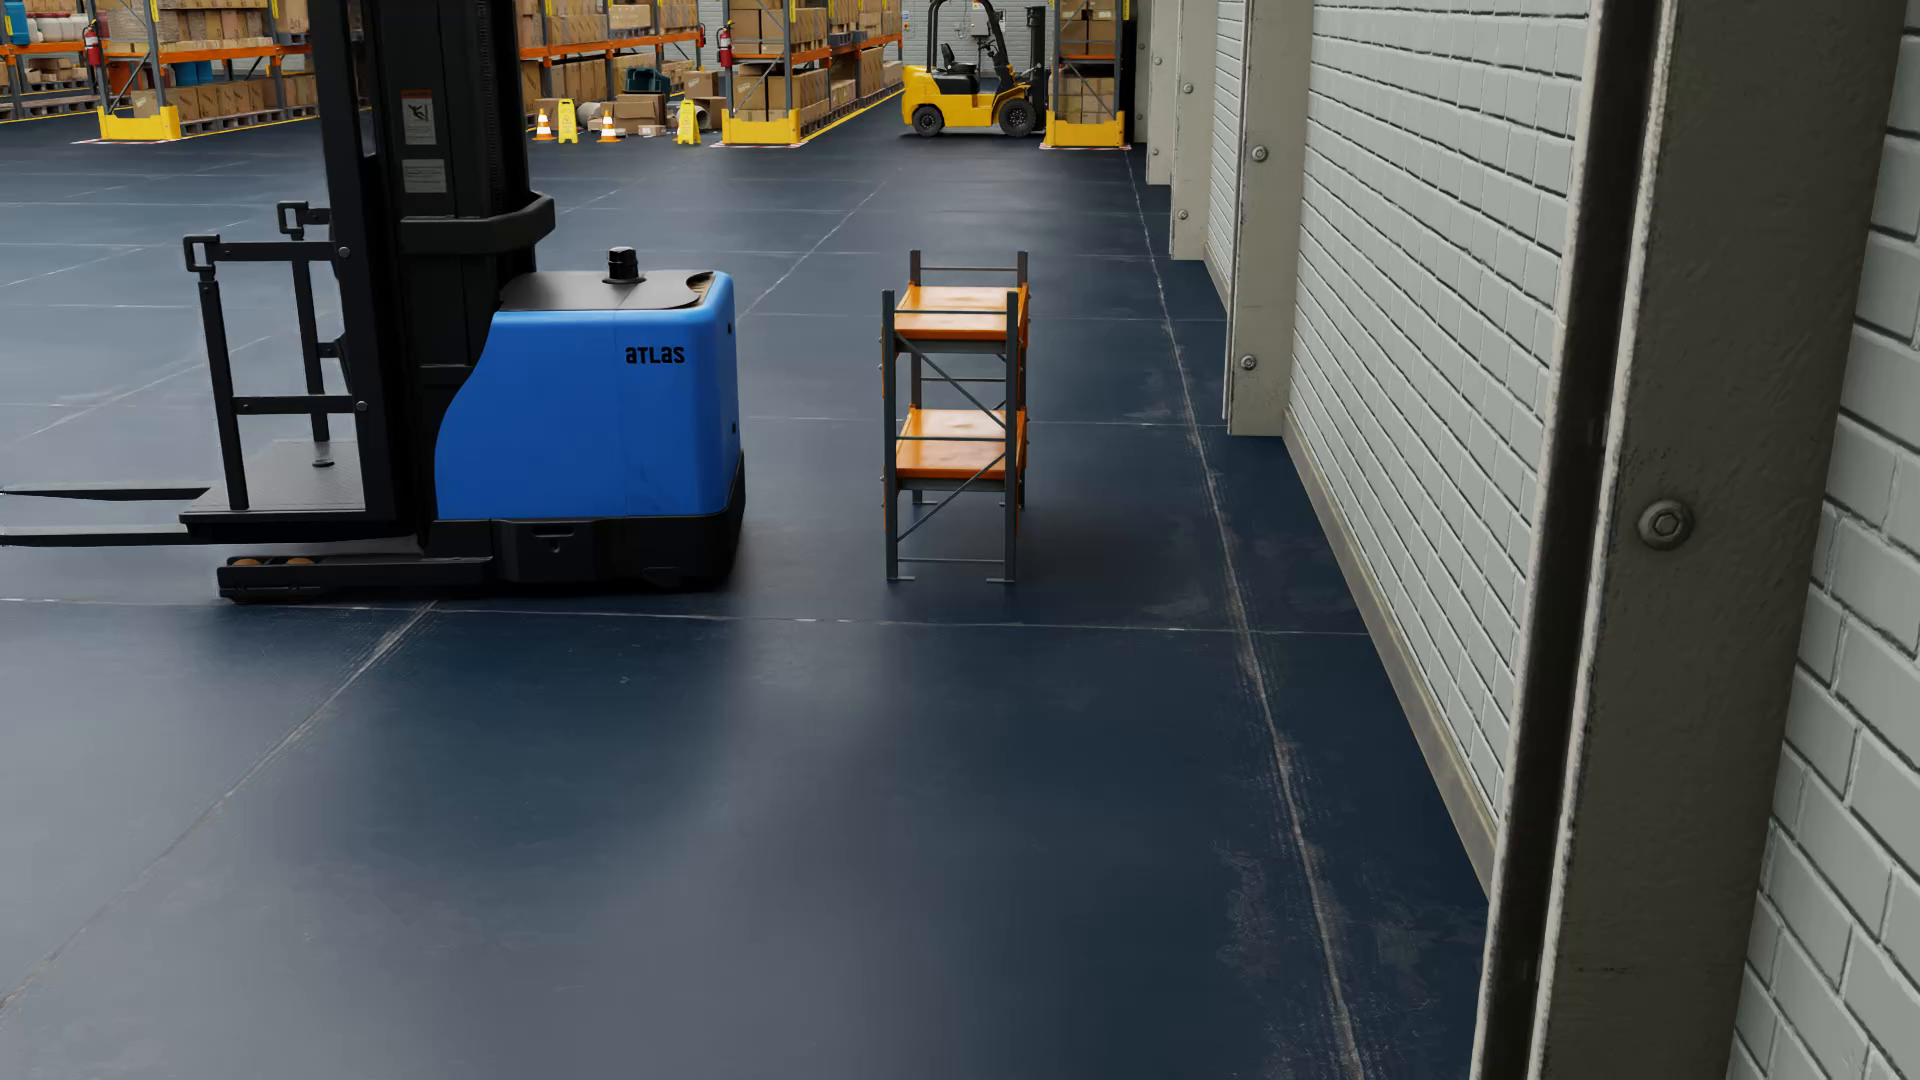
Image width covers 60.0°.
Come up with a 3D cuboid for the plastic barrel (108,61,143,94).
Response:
[{"bbox_3d":[-17.290,-9.666,34.416,0.600,0.830,0.708,1,18,4],"label":"plastic barrel"}]

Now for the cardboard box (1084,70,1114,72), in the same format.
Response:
[{"bbox_3d":[2.317,-7.715,27.786,0.500,0.250,0.500,1,18,3],"label":"cardboard box"}]

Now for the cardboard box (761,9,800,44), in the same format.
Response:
[{"bbox_3d":[-2.747,-7.859,25.451,0.500,0.500,0.500,1,18,3],"label":"cardboard box"}]

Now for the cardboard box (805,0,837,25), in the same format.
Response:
[{"bbox_3d":[-2.451,-9.299,29.172,0.500,0.500,0.500,2,18,5],"label":"cardboard box"}]

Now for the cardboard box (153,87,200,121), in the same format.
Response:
[{"bbox_3d":[-12.872,-7.142,27.242,0.500,0.500,0.500,6,19,18],"label":"cardboard box"}]

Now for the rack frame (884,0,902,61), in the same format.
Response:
[{"bbox_3d":[-1.910,-12.498,40.248,1.000,3.000,0.127,1,18,4],"label":"rack frame"}]

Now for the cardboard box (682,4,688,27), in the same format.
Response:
[{"bbox_3d":[-6.699,-12.303,39.016,0.500,0.500,0.500,1,18,4],"label":"cardboard box"}]

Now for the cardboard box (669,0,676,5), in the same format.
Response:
[{"bbox_3d":[-6.777,-12.451,37.860,0.500,0.500,0.500,2,18,5],"label":"cardboard box"}]

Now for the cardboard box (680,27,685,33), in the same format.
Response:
[{"bbox_3d":[-6.698,-12.035,39.238,0.380,0.149,0.250,0,18,1],"label":"cardboard box"}]

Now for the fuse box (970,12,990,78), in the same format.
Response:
[{"bbox_3d":[0.556,-13.546,45.514,0.539,1.711,0.414,1,18,4],"label":"fuse box"}]

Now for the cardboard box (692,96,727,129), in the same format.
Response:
[{"bbox_3d":[-4.204,-7.282,28.340,0.500,0.500,0.500,17,25,41],"label":"cardboard box"}]

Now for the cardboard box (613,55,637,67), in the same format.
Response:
[{"bbox_3d":[-7.053,-9.980,34.700,0.500,0.250,0.500,1,18,4],"label":"cardboard box"}]

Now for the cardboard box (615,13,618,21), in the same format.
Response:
[{"bbox_3d":[-7.160,-10.627,33.789,0.380,0.149,0.250,1,18,2],"label":"cardboard box"}]

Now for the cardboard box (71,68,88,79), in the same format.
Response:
[{"bbox_3d":[-21.567,-11.375,40.531,0.500,0.250,0.500,1,18,4],"label":"cardboard box"}]

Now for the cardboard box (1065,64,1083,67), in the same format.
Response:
[{"bbox_3d":[2.250,-9.383,33.039,0.380,0.149,0.250,0,18,1],"label":"cardboard box"}]

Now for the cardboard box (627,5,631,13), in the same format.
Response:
[{"bbox_3d":[-7.088,-11.080,34.695,0.380,0.149,0.250,1,18,3],"label":"cardboard box"}]

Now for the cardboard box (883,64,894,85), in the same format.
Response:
[{"bbox_3d":[-1.981,-10.709,38.227,0.875,0.438,0.875,1,18,2],"label":"cardboard box"}]

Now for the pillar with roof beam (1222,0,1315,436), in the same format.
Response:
[{"bbox_3d":[-2.741,-4.972,7.645,9.100,9.000,0.400,1,18,4],"label":"pillar with roof beam"}]

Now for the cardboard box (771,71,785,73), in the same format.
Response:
[{"bbox_3d":[-3.148,-7.516,27.580,0.500,0.500,0.500,2,18,7],"label":"cardboard box"}]

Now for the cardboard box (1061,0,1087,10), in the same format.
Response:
[{"bbox_3d":[1.709,-8.032,24.939,0.380,0.149,0.250,1,18,4],"label":"cardboard box"}]

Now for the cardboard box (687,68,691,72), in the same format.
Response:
[{"bbox_3d":[-6.643,-11.232,39.810,0.380,0.149,0.250,1,18,2],"label":"cardboard box"}]

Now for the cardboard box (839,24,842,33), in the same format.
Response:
[{"bbox_3d":[-2.365,-9.339,30.336,0.380,0.149,0.250,1,18,4],"label":"cardboard box"}]

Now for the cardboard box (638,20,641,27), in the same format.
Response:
[{"bbox_3d":[-7.029,-11.052,35.562,0.380,0.149,0.250,0,18,1],"label":"cardboard box"}]

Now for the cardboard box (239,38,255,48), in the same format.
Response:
[{"bbox_3d":[-12.389,-8.566,28.651,0.380,0.149,0.250,1,18,4],"label":"cardboard box"}]

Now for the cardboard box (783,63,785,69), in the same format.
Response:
[{"bbox_3d":[-3.151,-8.114,28.364,0.380,0.149,0.250,2,18,5],"label":"cardboard box"}]

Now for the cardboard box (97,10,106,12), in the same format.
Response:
[{"bbox_3d":[-21.436,-12.844,41.143,0.500,0.500,0.500,2,18,6],"label":"cardboard box"}]

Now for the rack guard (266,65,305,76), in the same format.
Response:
[{"bbox_3d":[-16.746,-11.650,41.674,1.175,0.500,0.348,1,18,4],"label":"rack guard"}]

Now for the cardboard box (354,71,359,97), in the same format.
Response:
[{"bbox_3d":[-12.396,-9.047,33.025,0.700,0.500,0.500,0,18,1],"label":"cardboard box"}]

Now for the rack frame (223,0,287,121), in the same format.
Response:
[{"bbox_3d":[-12.655,-8.993,29.550,1.000,3.000,0.127,1,18,4],"label":"rack frame"}]

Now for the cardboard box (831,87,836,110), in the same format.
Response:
[{"bbox_3d":[-2.735,-7.885,29.715,0.950,0.372,0.625,2,18,5],"label":"cardboard box"}]

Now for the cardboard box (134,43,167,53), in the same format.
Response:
[{"bbox_3d":[-12.683,-7.714,26.051,0.380,0.149,0.250,1,18,4],"label":"cardboard box"}]

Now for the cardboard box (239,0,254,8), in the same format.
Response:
[{"bbox_3d":[-12.447,-9.355,28.413,0.500,0.500,0.500,1,18,4],"label":"cardboard box"}]

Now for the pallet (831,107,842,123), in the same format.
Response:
[{"bbox_3d":[-2.716,-7.688,30.047,1.003,0.211,1.213,1,18,4],"label":"pallet"}]

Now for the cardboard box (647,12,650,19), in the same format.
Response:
[{"bbox_3d":[-6.973,-11.429,36.235,0.380,0.149,0.250,2,18,6],"label":"cardboard box"}]

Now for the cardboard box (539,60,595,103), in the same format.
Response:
[{"bbox_3d":[-7.621,-8.764,31.792,1.050,0.750,0.750,2,18,5],"label":"cardboard box"}]

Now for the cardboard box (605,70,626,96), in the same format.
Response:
[{"bbox_3d":[-7.123,-9.318,33.884,0.500,0.500,0.500,1,18,2],"label":"cardboard box"}]

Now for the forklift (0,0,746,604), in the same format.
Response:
[{"bbox_3d":[-2.412,-1.323,6.254,3.031,2.935,1.130,-1,18,-3],"label":"forklift"}]

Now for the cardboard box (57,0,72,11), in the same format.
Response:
[{"bbox_3d":[-21.538,-12.842,39.533,0.500,0.500,0.500,2,18,6],"label":"cardboard box"}]

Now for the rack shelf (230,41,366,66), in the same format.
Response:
[{"bbox_3d":[-12.512,-9.272,31.557,1.077,0.370,4.000,1,18,4],"label":"rack shelf"}]

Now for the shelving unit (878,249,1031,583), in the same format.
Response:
[{"bbox_3d":[0.000,-0.537,6.754,0.538,1.125,1.048,1,18,4],"label":"shelving unit"}]

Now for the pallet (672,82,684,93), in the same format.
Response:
[{"bbox_3d":[-7.044,-10.599,38.931,1.003,0.211,1.213,1,18,4],"label":"pallet"}]

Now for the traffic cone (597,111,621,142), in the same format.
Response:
[{"bbox_3d":[-5.445,-6.405,25.727,0.336,0.463,0.334,1,18,4],"label":"traffic cone"}]

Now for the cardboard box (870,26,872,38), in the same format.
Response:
[{"bbox_3d":[-2.103,-10.565,34.589,0.500,0.250,0.500,1,18,4],"label":"cardboard box"}]

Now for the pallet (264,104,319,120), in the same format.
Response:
[{"bbox_3d":[-12.601,-7.909,30.722,1.003,0.211,1.213,1,18,4],"label":"pallet"}]

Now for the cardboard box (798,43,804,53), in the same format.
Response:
[{"bbox_3d":[-2.659,-7.748,26.154,0.380,0.149,0.250,2,18,5],"label":"cardboard box"}]

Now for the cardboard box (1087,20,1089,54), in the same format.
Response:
[{"bbox_3d":[2.222,-7.777,25.679,0.500,0.500,0.500,2,18,6],"label":"cardboard box"}]

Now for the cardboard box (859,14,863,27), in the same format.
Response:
[{"bbox_3d":[-2.201,-10.332,33.075,0.500,0.250,0.500,1,18,4],"label":"cardboard box"}]

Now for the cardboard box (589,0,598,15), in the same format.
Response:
[{"bbox_3d":[-7.470,-10.476,32.311,0.700,0.500,0.500,1,18,4],"label":"cardboard box"}]

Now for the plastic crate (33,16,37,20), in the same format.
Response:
[{"bbox_3d":[-17.729,-9.881,32.158,0.402,0.464,0.583,1,18,4],"label":"plastic crate"}]

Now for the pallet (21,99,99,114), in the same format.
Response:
[{"bbox_3d":[-17.493,-8.403,32.228,1.003,0.211,1.213,1,18,4],"label":"pallet"}]
